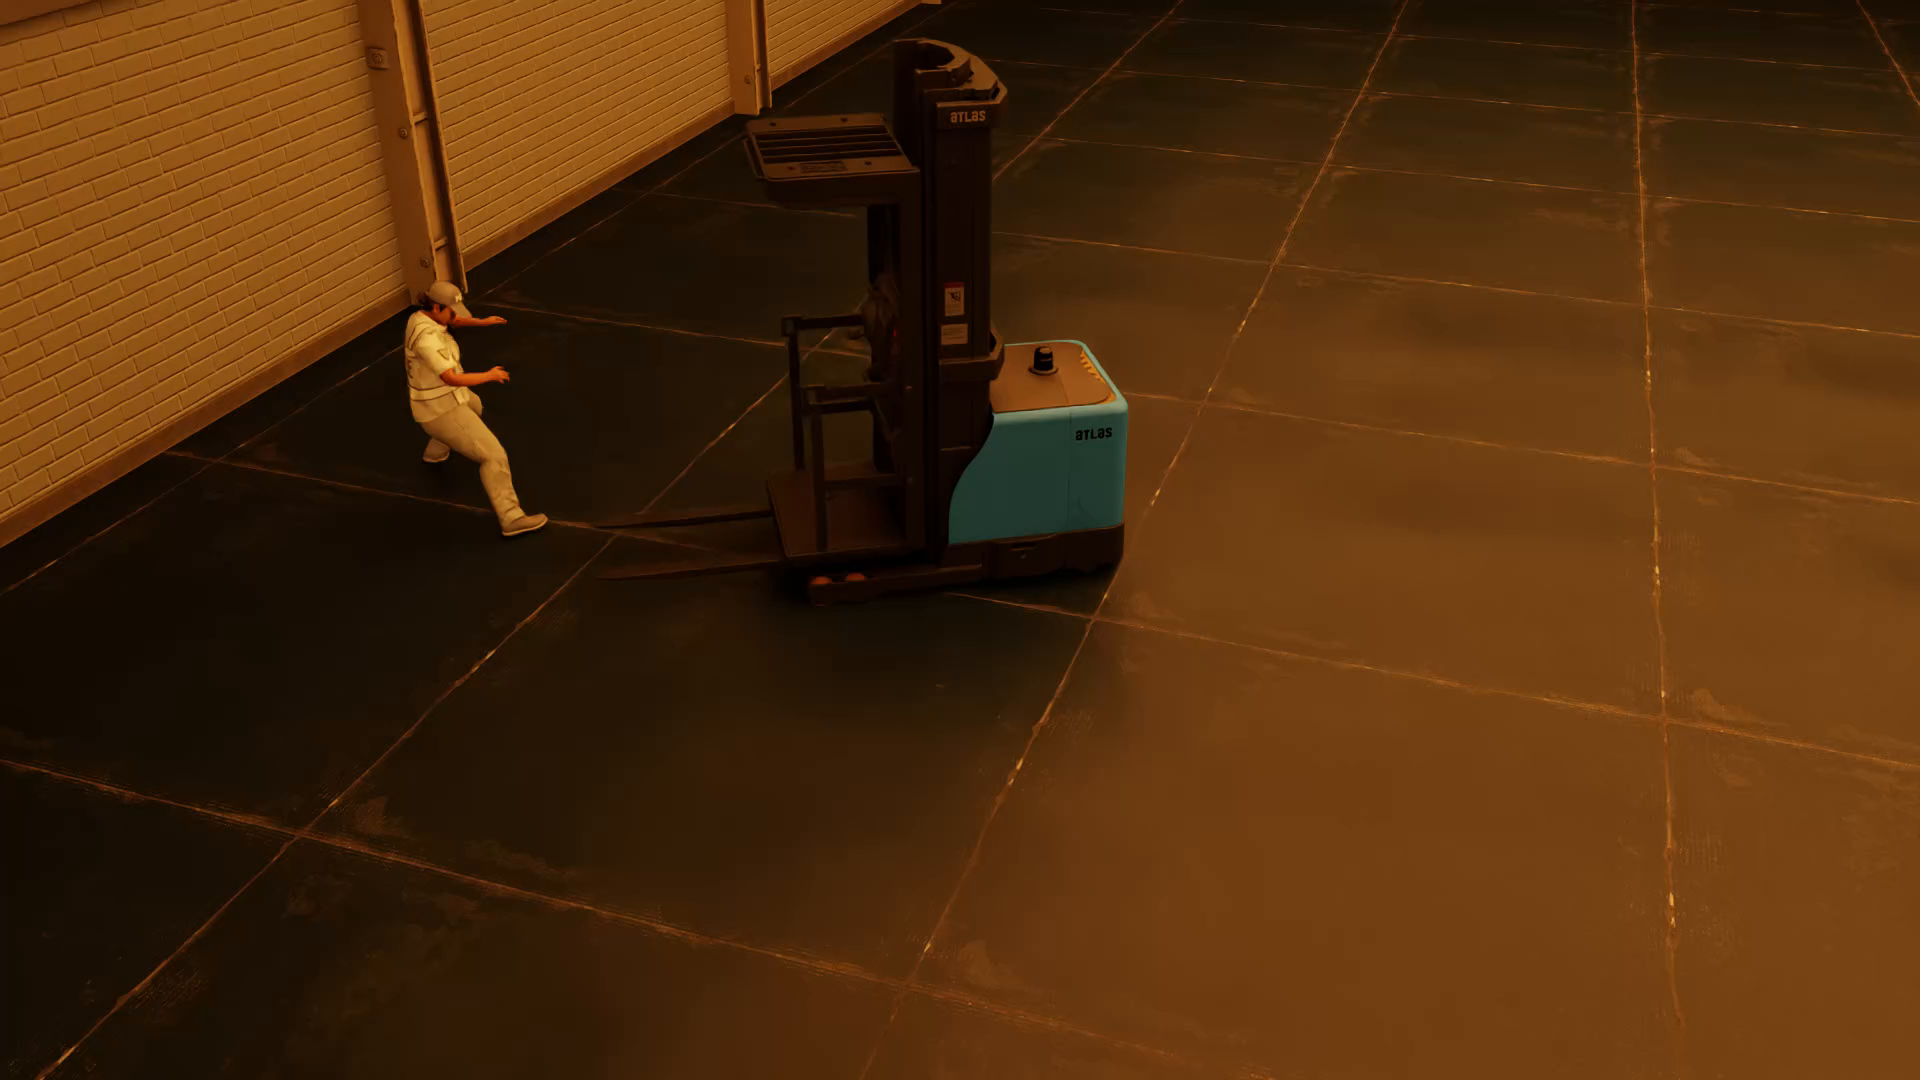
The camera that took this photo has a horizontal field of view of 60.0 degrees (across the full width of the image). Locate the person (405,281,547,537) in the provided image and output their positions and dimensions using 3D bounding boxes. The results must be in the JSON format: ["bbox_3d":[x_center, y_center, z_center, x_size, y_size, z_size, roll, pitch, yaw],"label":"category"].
[{"bbox_3d":[-3.033,-0.923,10.245,0.692,1.452,1.284,-9,31,-16],"label":"person"}]

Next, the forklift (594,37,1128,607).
[{"bbox_3d":[-0.613,-1.182,9.209,3.031,2.935,1.130,-6,30,-11],"label":"forklift"}]
